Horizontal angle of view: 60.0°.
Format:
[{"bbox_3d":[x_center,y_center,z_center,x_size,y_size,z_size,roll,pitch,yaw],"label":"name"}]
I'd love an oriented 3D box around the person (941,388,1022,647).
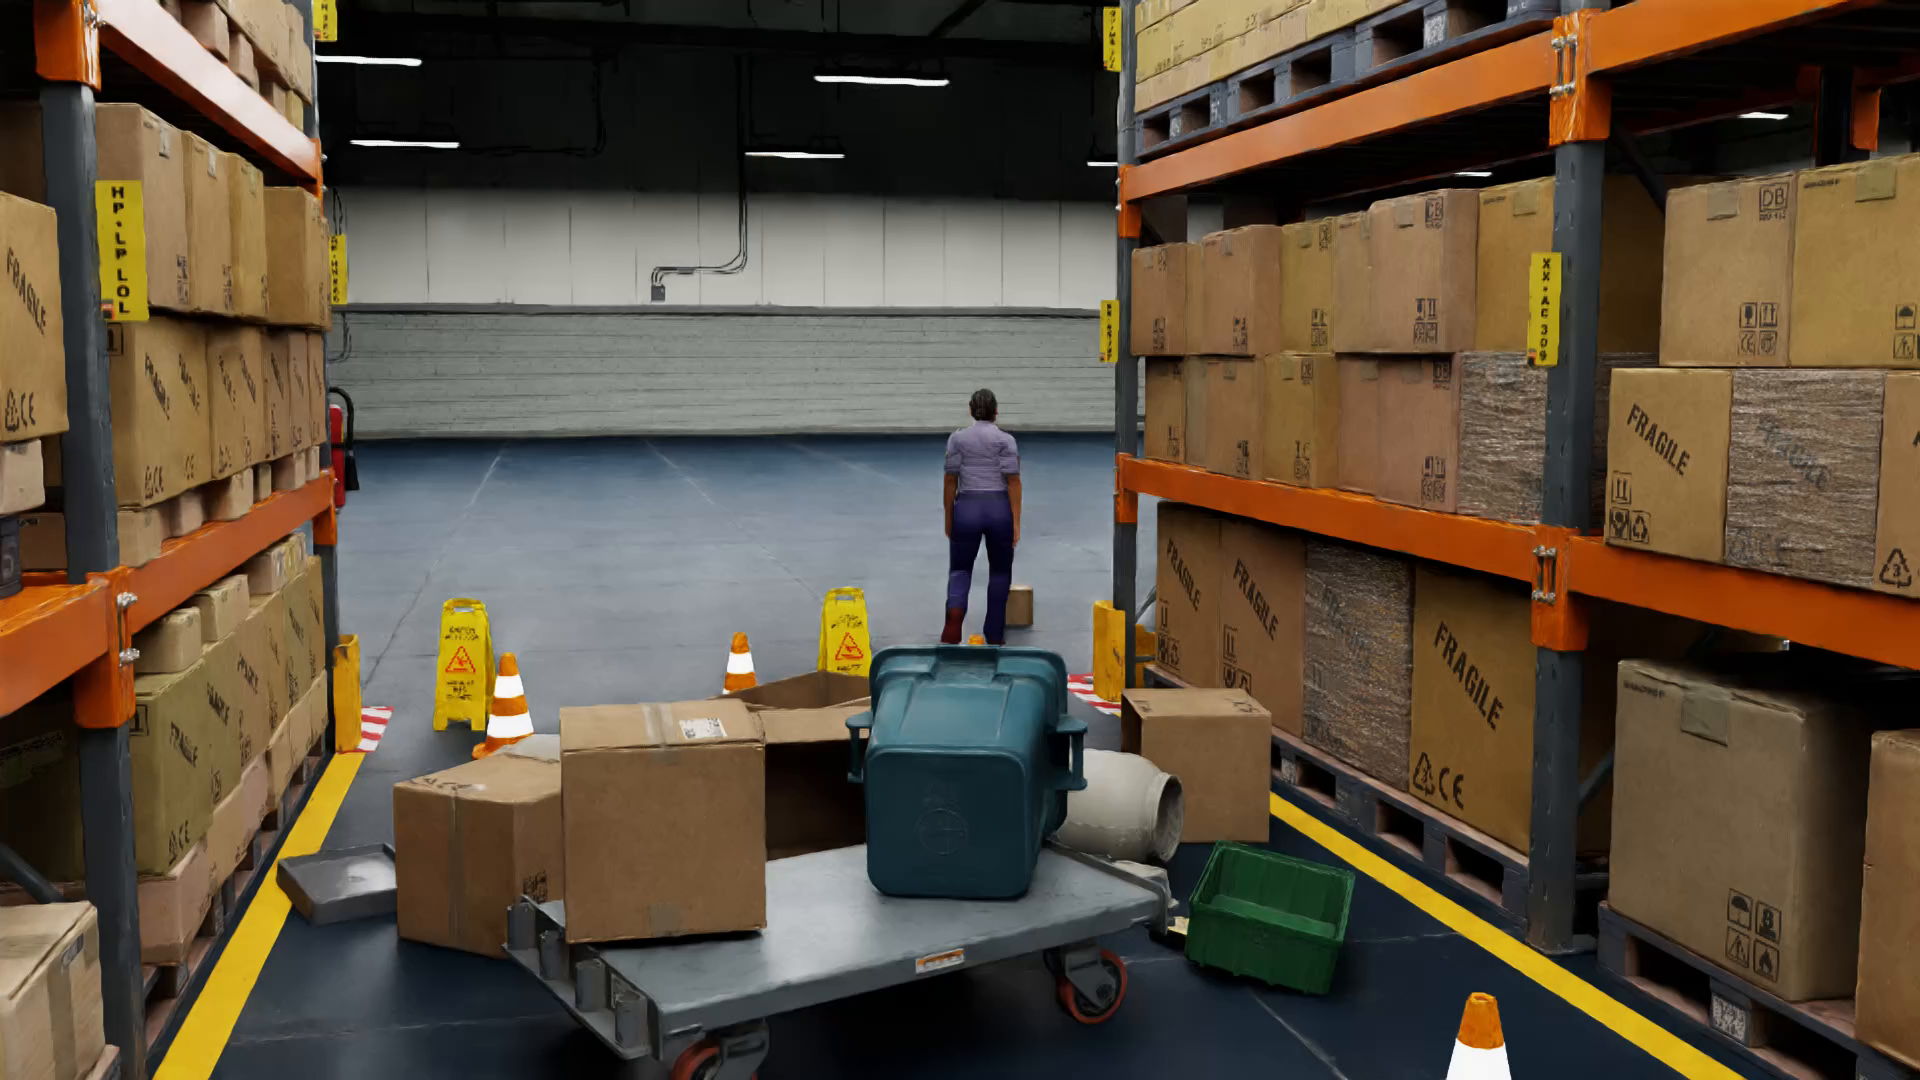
[{"bbox_3d":[0.138,-0.127,10.310,0.505,1.626,0.673,1,6,10],"label":"person"}]
